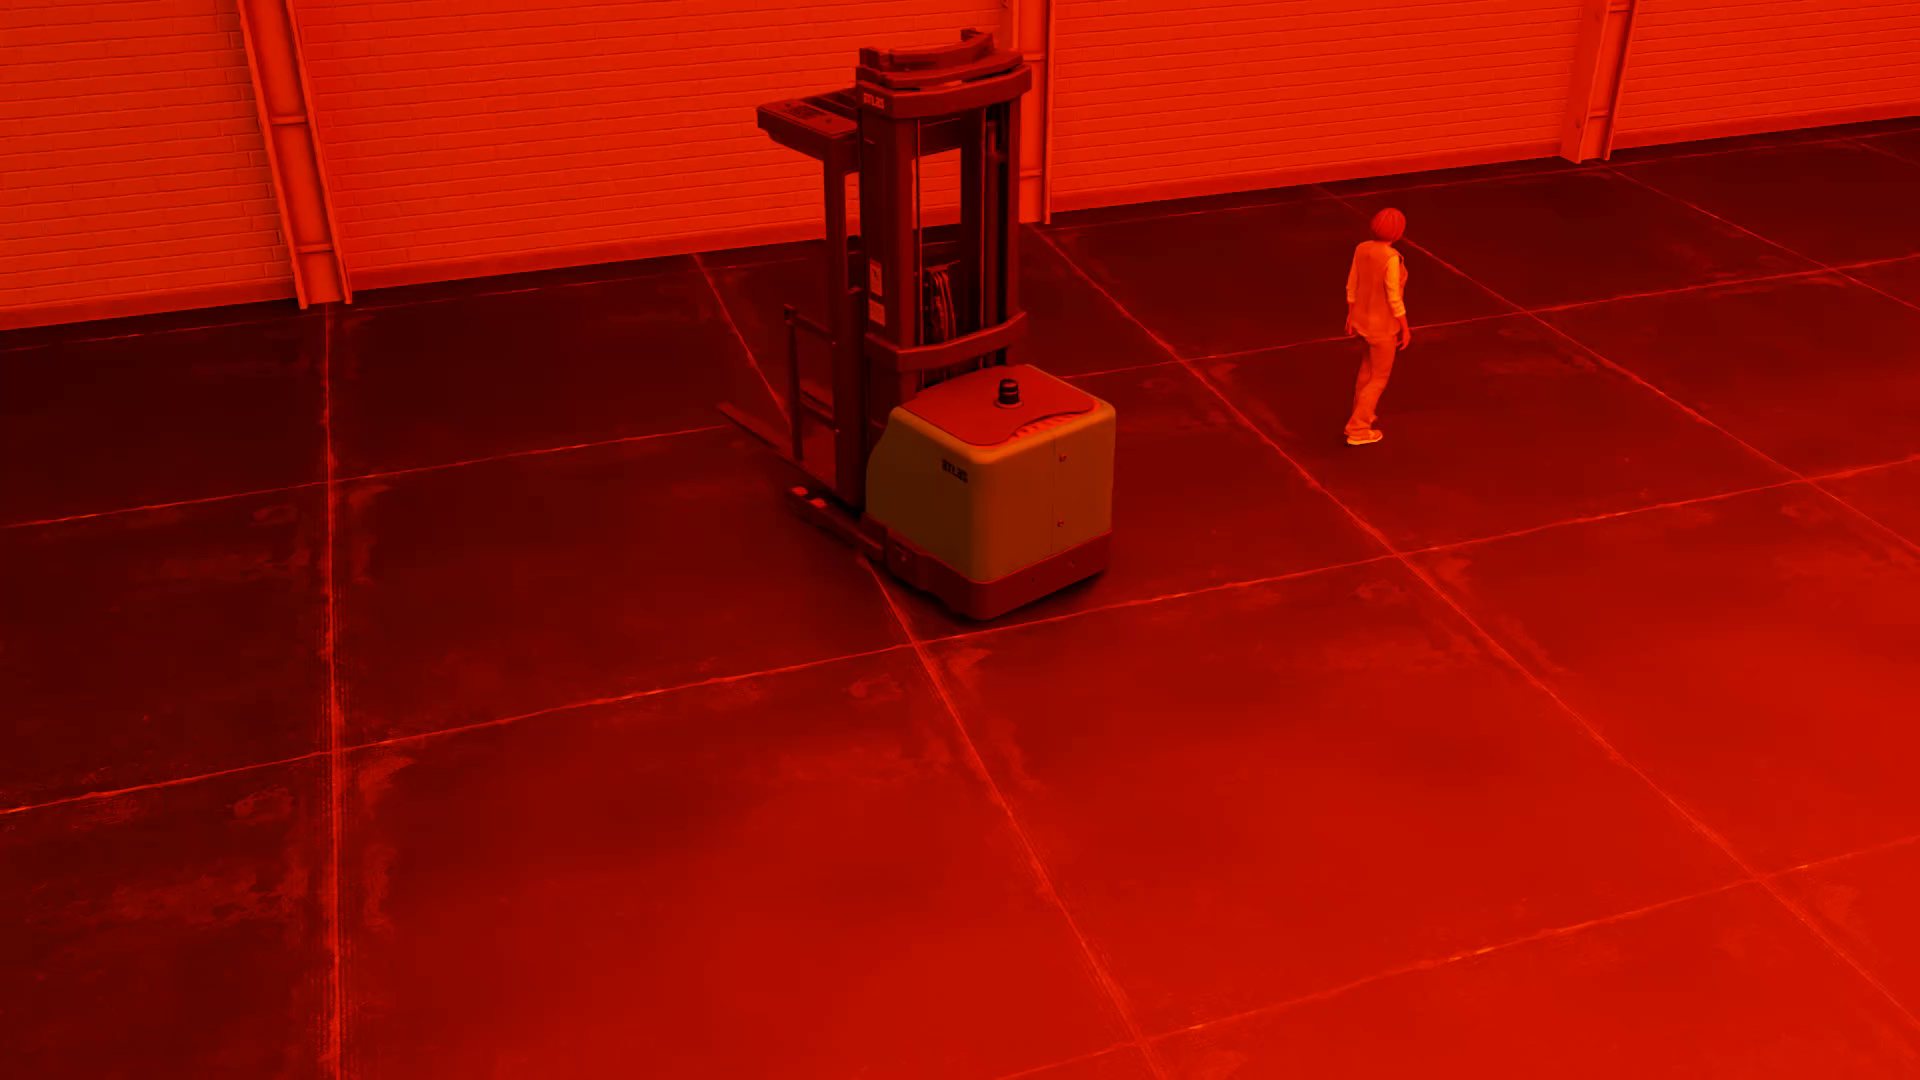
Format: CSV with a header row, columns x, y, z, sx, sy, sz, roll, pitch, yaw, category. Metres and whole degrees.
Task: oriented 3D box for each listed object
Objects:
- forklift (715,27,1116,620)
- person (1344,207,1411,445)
x,y,z,sx,sy,sz,roll,pitch,yaw,category
-0.436,-1.498,9.691,1.130,2.935,3.031,-22,36,-33,forklift
2.756,-1.391,10.887,0.477,1.622,0.494,-13,32,-22,person
